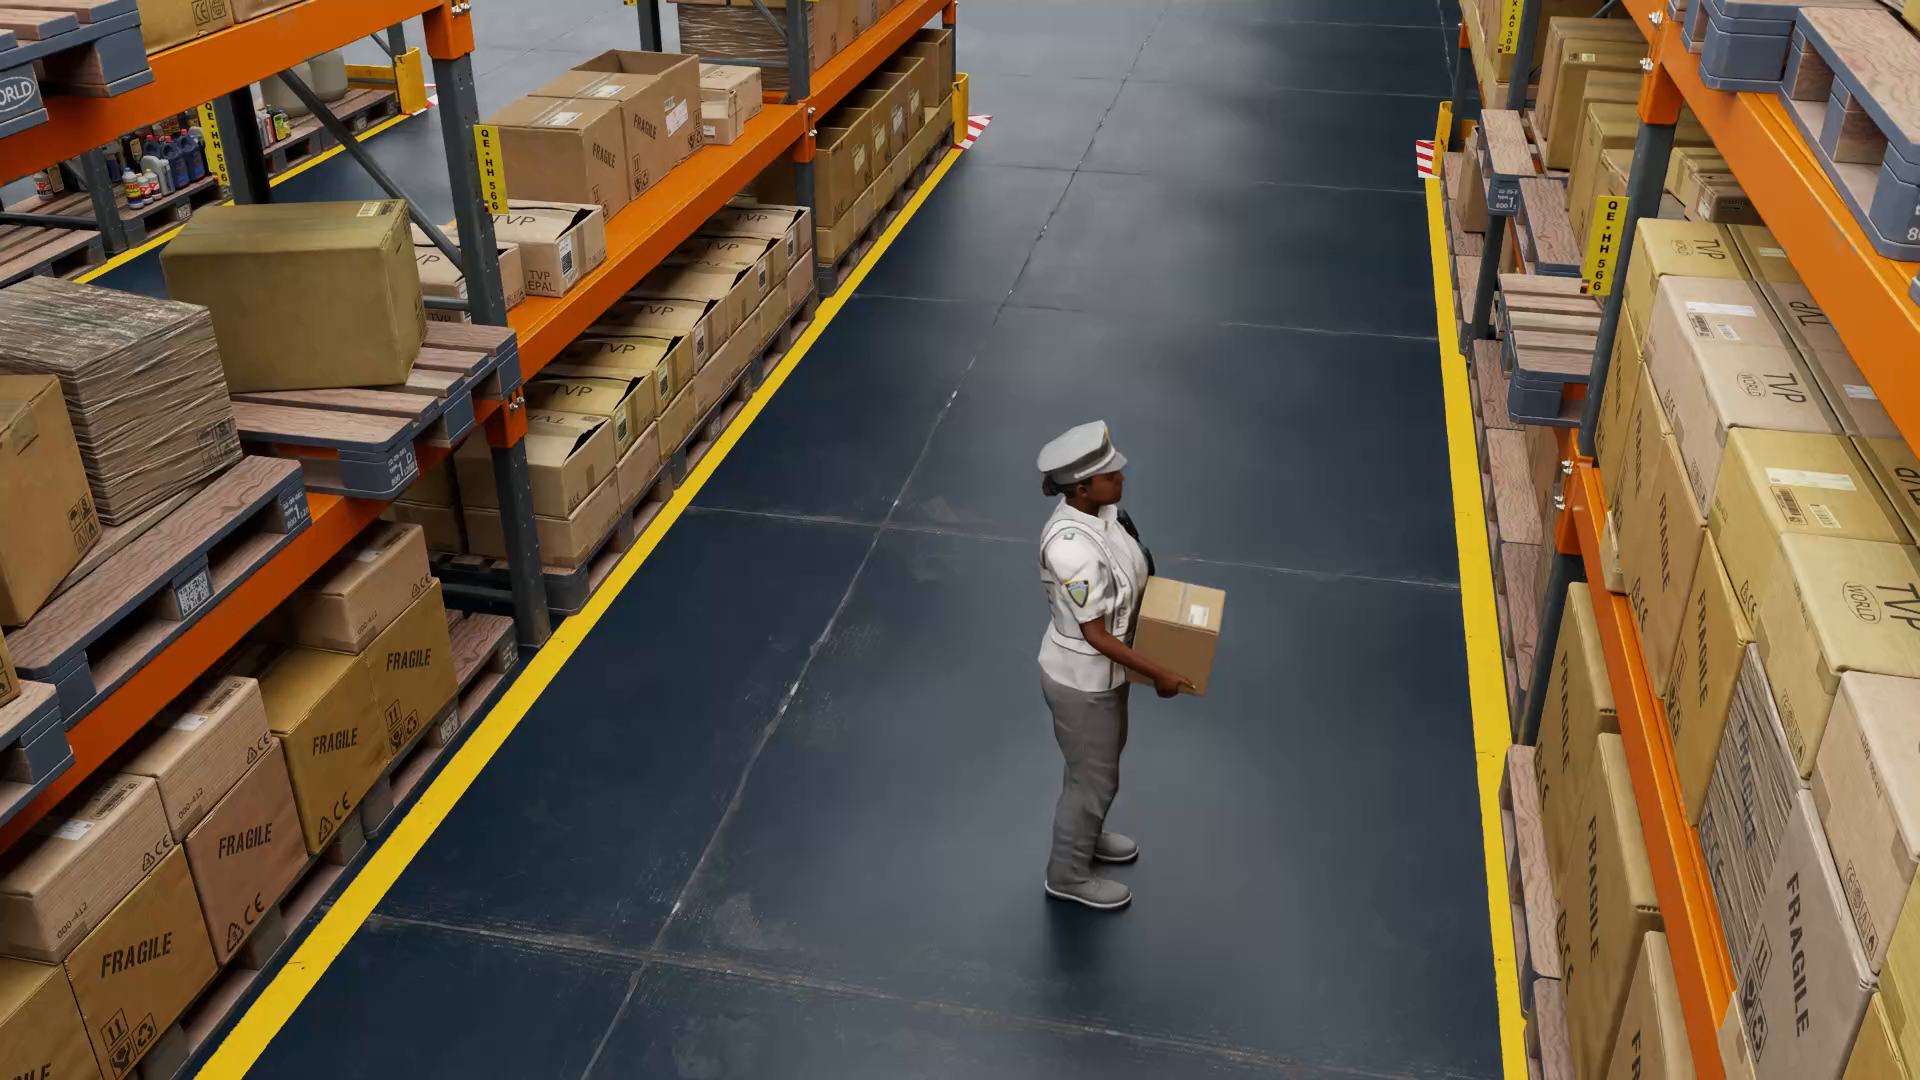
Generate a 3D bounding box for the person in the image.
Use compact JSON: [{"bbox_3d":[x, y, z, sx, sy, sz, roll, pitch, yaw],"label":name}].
[{"bbox_3d":[0.495,0.416,5.346,0.540,1.688,0.450,6,30,11],"label":"person"}]
